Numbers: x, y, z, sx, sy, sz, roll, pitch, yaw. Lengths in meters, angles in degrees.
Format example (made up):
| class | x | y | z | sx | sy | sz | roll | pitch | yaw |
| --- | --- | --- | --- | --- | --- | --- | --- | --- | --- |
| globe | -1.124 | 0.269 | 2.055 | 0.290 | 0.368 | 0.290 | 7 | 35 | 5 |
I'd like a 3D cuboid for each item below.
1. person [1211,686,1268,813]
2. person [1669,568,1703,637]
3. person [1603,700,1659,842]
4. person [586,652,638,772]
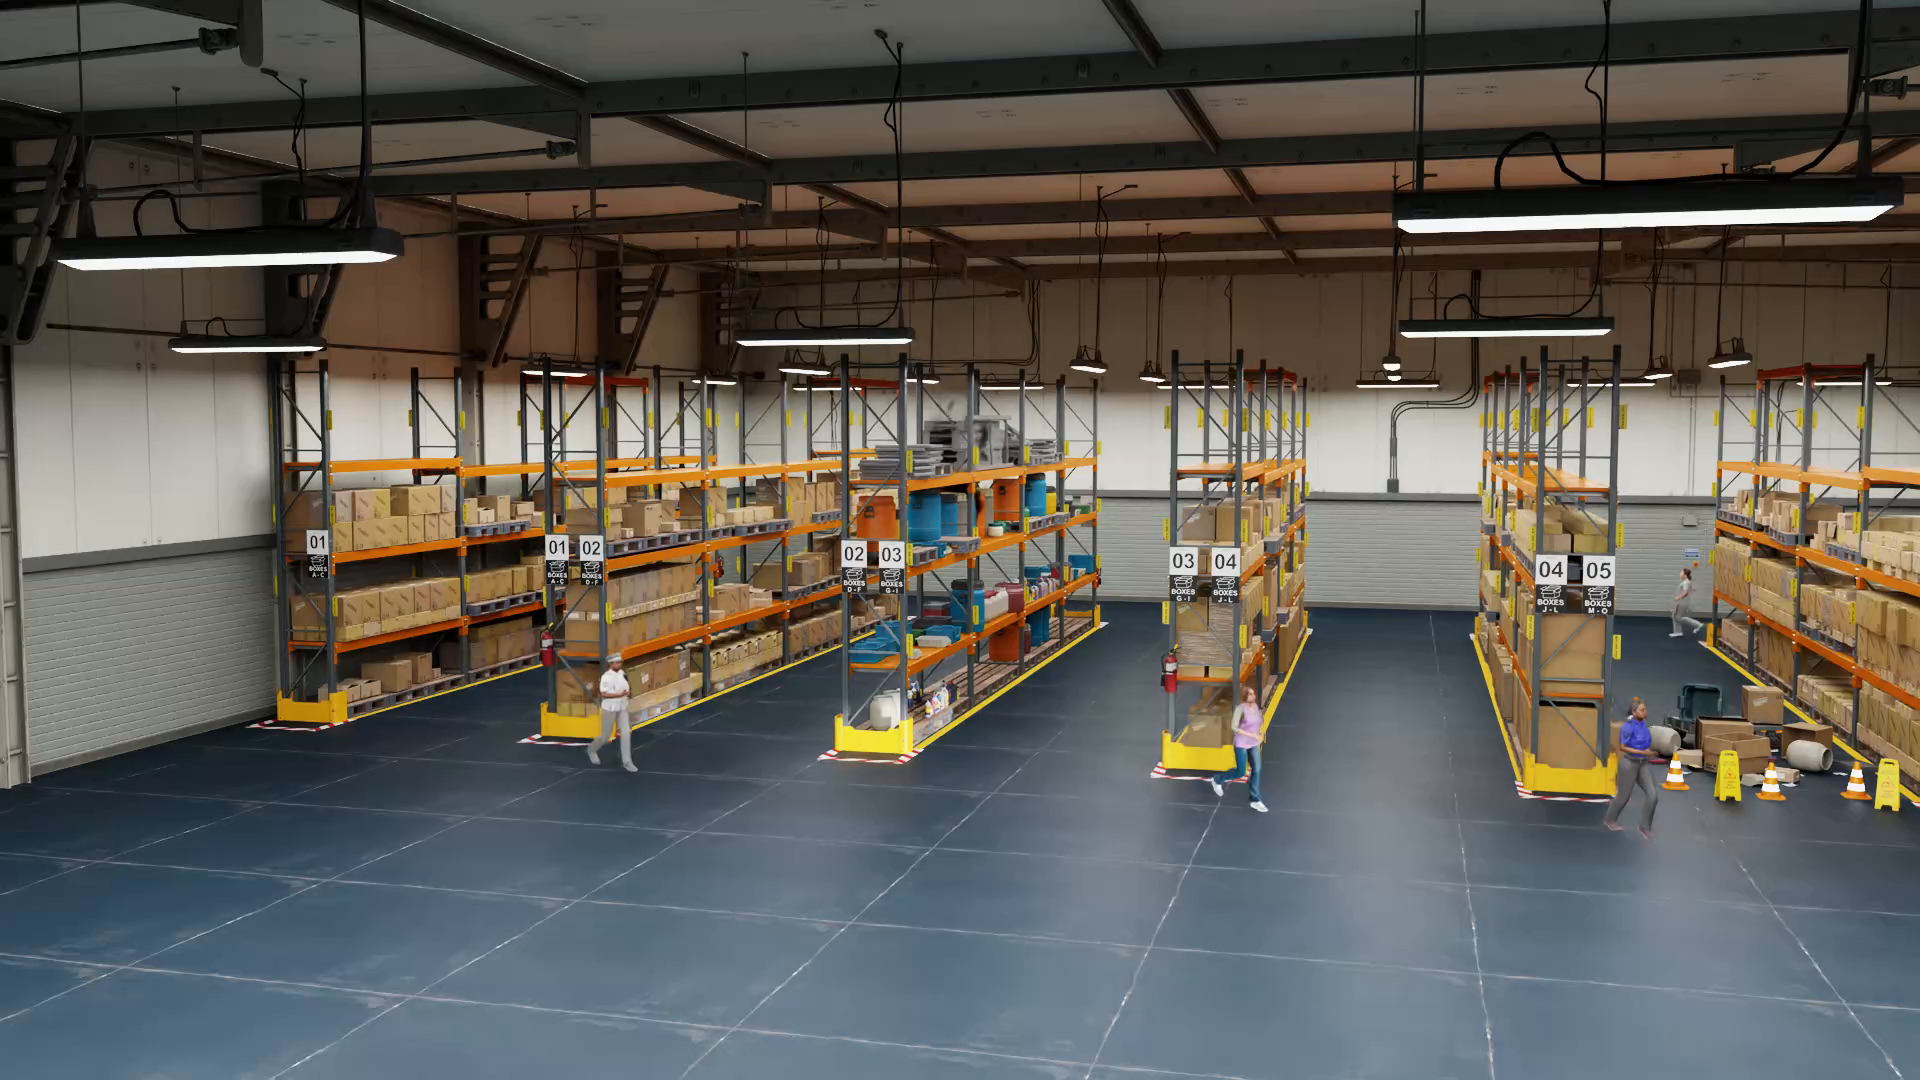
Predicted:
| class | x | y | z | sx | sy | sz | roll | pitch | yaw |
| --- | --- | --- | --- | --- | --- | --- | --- | --- | --- |
| person | 3.663 | 2.671 | 21.510 | 0.550 | 1.597 | 0.840 | -3 | 5 | -38 |
| person | 16.696 | 1.455 | 38.228 | 0.740 | 1.626 | 0.605 | 2 | 5 | 28 |
| person | 8.050 | 2.765 | 19.892 | 0.565 | 1.716 | 0.752 | -2 | 5 | -28 |
| person | -4.954 | 2.425 | 23.728 | 0.938 | 1.684 | 0.573 | 3 | 5 | 35 |
